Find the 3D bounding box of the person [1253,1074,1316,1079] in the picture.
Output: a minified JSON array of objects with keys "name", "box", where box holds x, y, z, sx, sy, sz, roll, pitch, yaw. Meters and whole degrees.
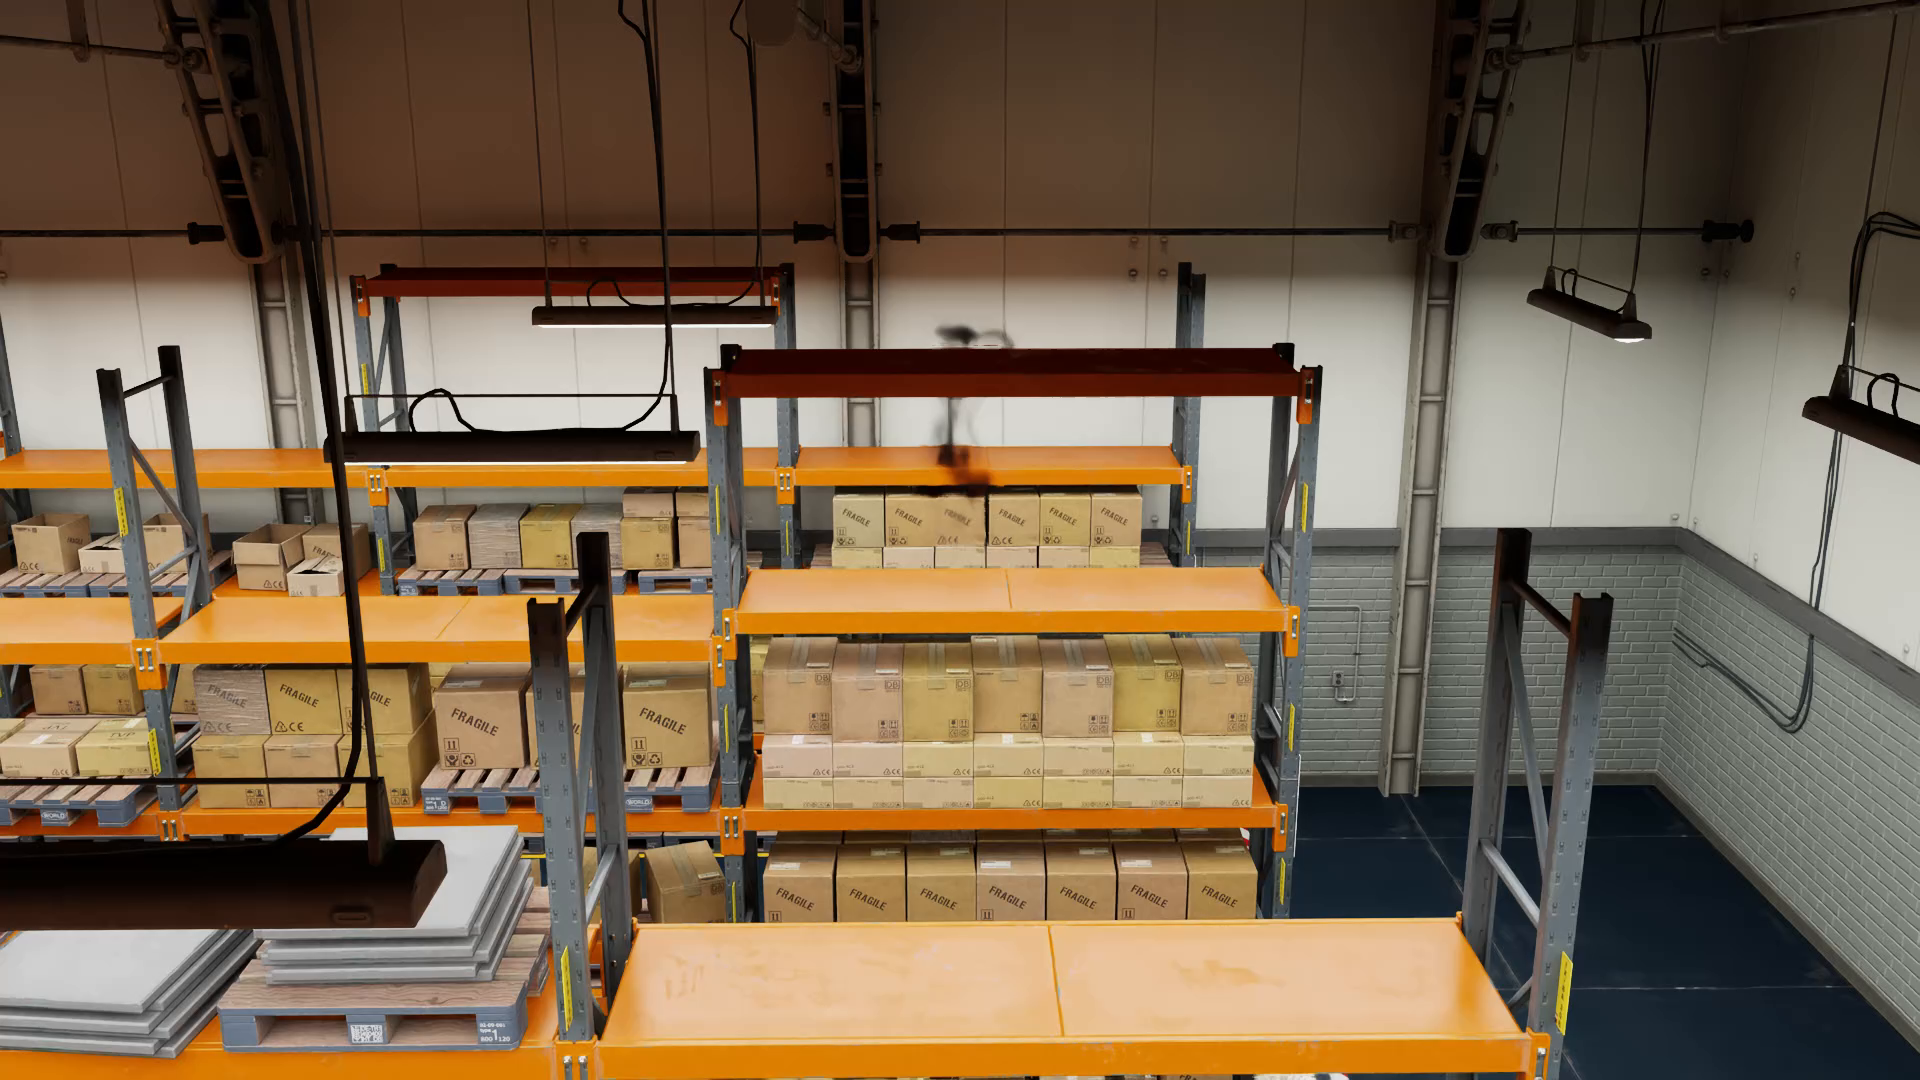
[{"name":"person","box":[2.140,4.097,11.371,0.551,1.749,0.686,-7,17,-22]}]
